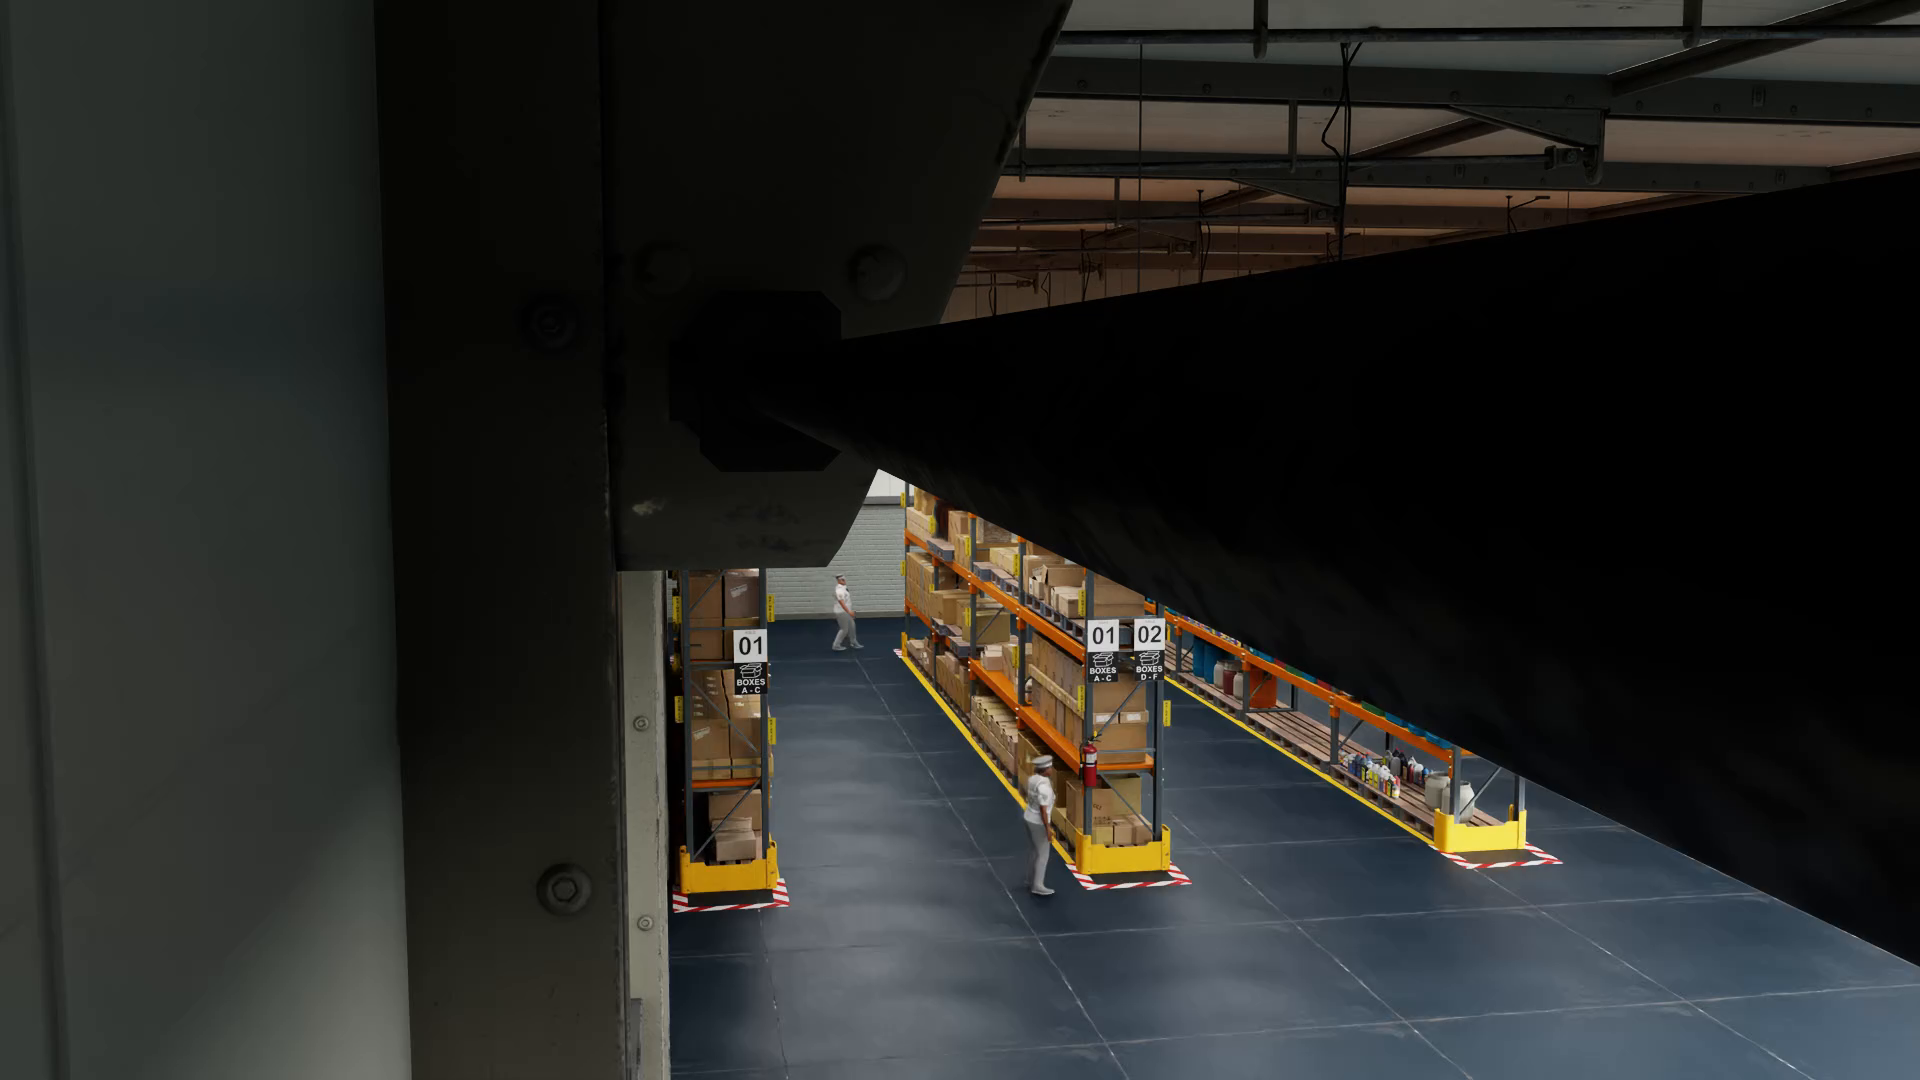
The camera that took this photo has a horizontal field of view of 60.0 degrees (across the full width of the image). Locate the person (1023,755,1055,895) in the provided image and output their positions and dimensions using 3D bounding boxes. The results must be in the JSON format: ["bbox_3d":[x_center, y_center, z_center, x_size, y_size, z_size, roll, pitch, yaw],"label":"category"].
[{"bbox_3d":[0.956,3.464,20.083,0.362,1.738,0.540,-1,6,-14],"label":"person"}]

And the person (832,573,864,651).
[{"bbox_3d":[-2.504,1.597,37.185,0.718,1.742,0.629,0,6,-3],"label":"person"}]
